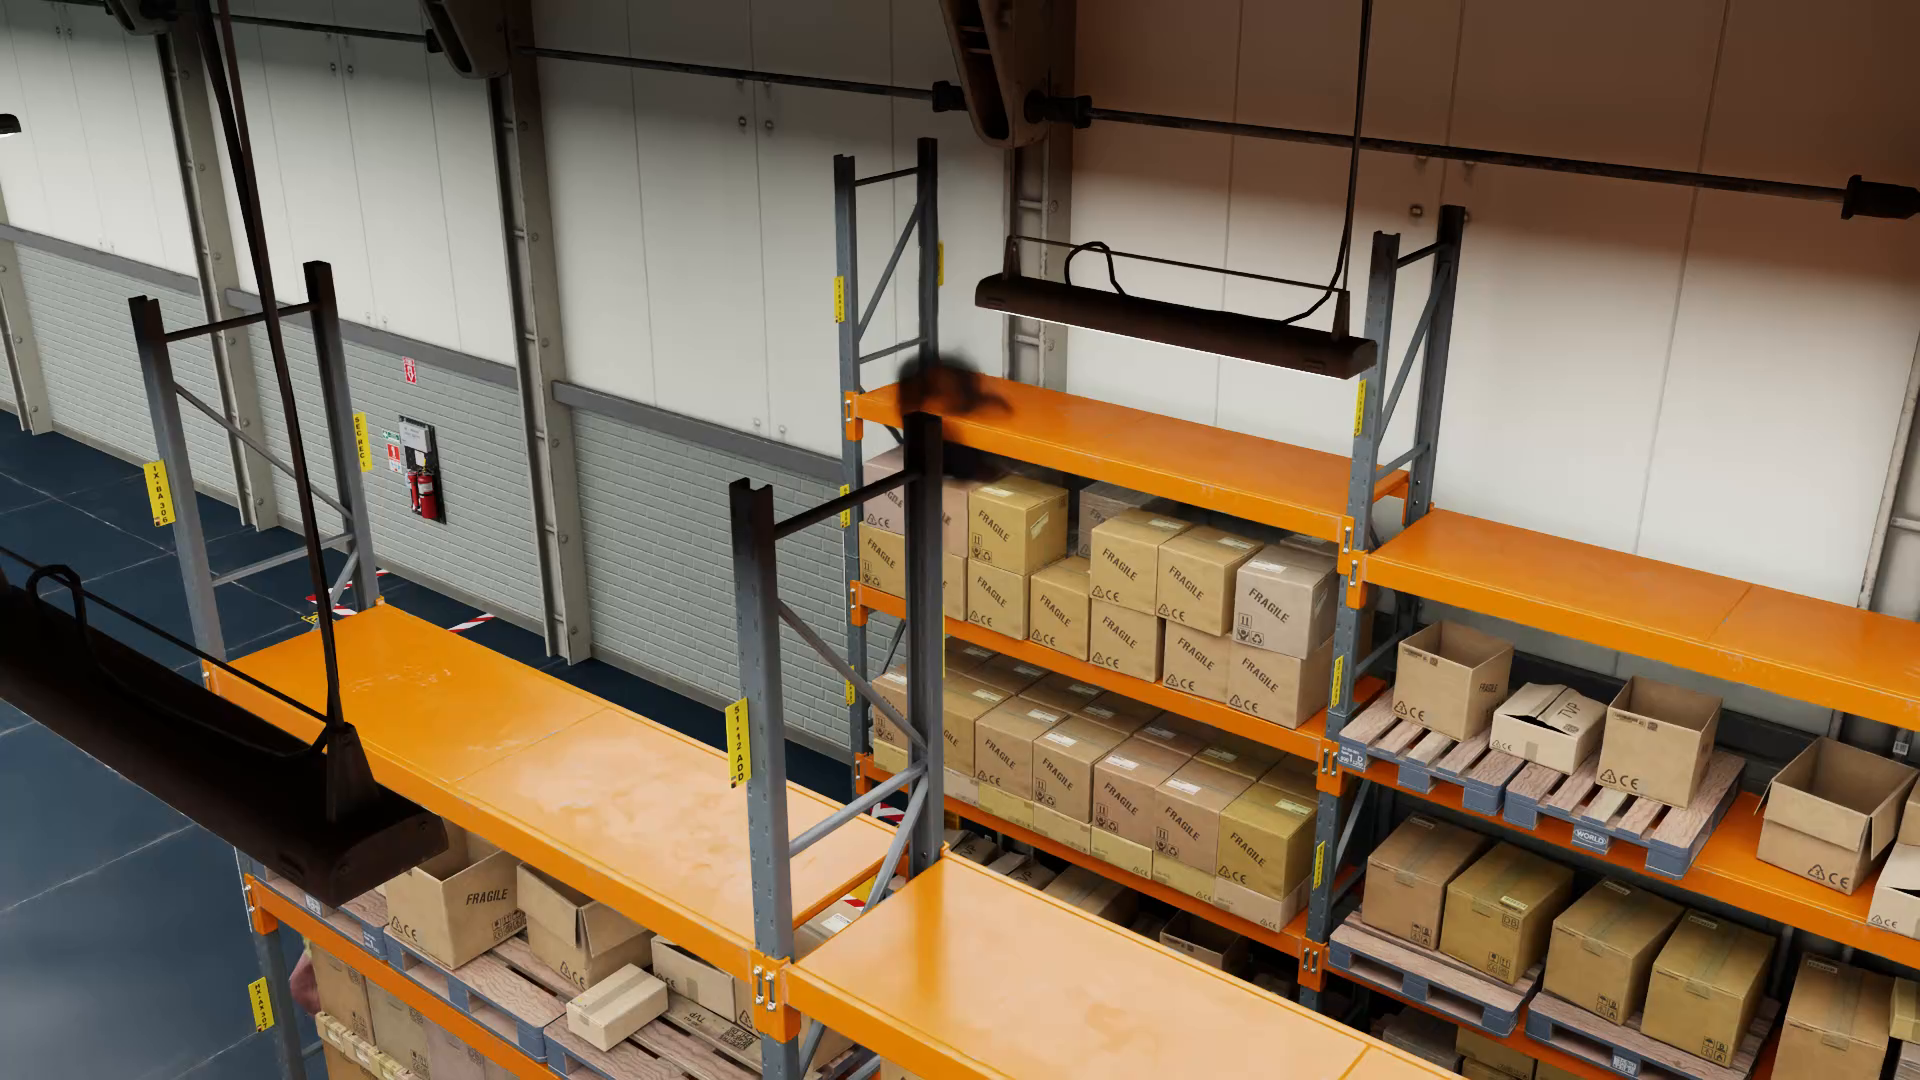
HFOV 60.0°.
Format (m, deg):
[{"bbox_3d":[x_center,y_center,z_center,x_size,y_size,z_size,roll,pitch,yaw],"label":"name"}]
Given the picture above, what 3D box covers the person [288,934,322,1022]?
[{"bbox_3d":[-4.263,2.770,11.228,0.612,1.706,0.636,-1,23,-2],"label":"person"}]
